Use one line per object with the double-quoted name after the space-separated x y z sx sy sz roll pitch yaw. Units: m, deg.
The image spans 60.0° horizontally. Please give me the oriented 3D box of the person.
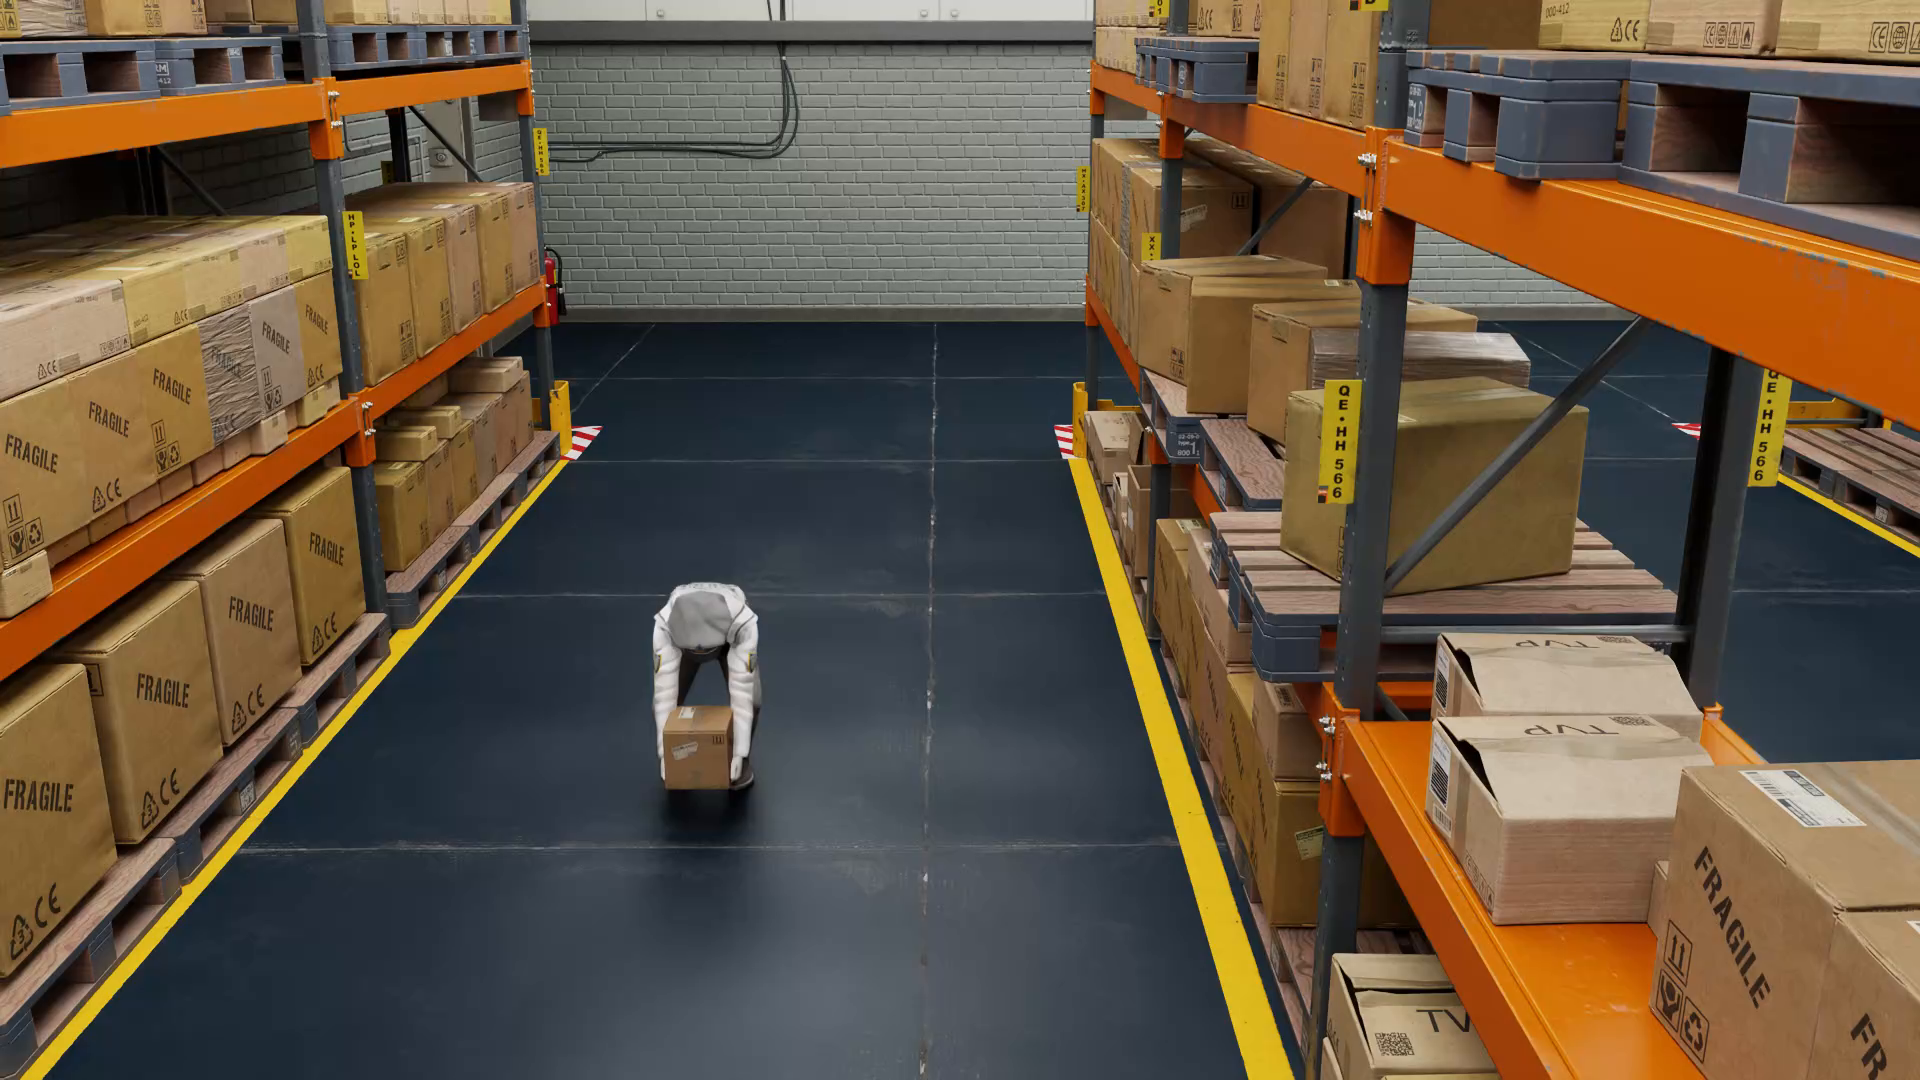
-1.043 0.566 6.814 0.449 1.019 0.920 -1 17 -3 "person"
